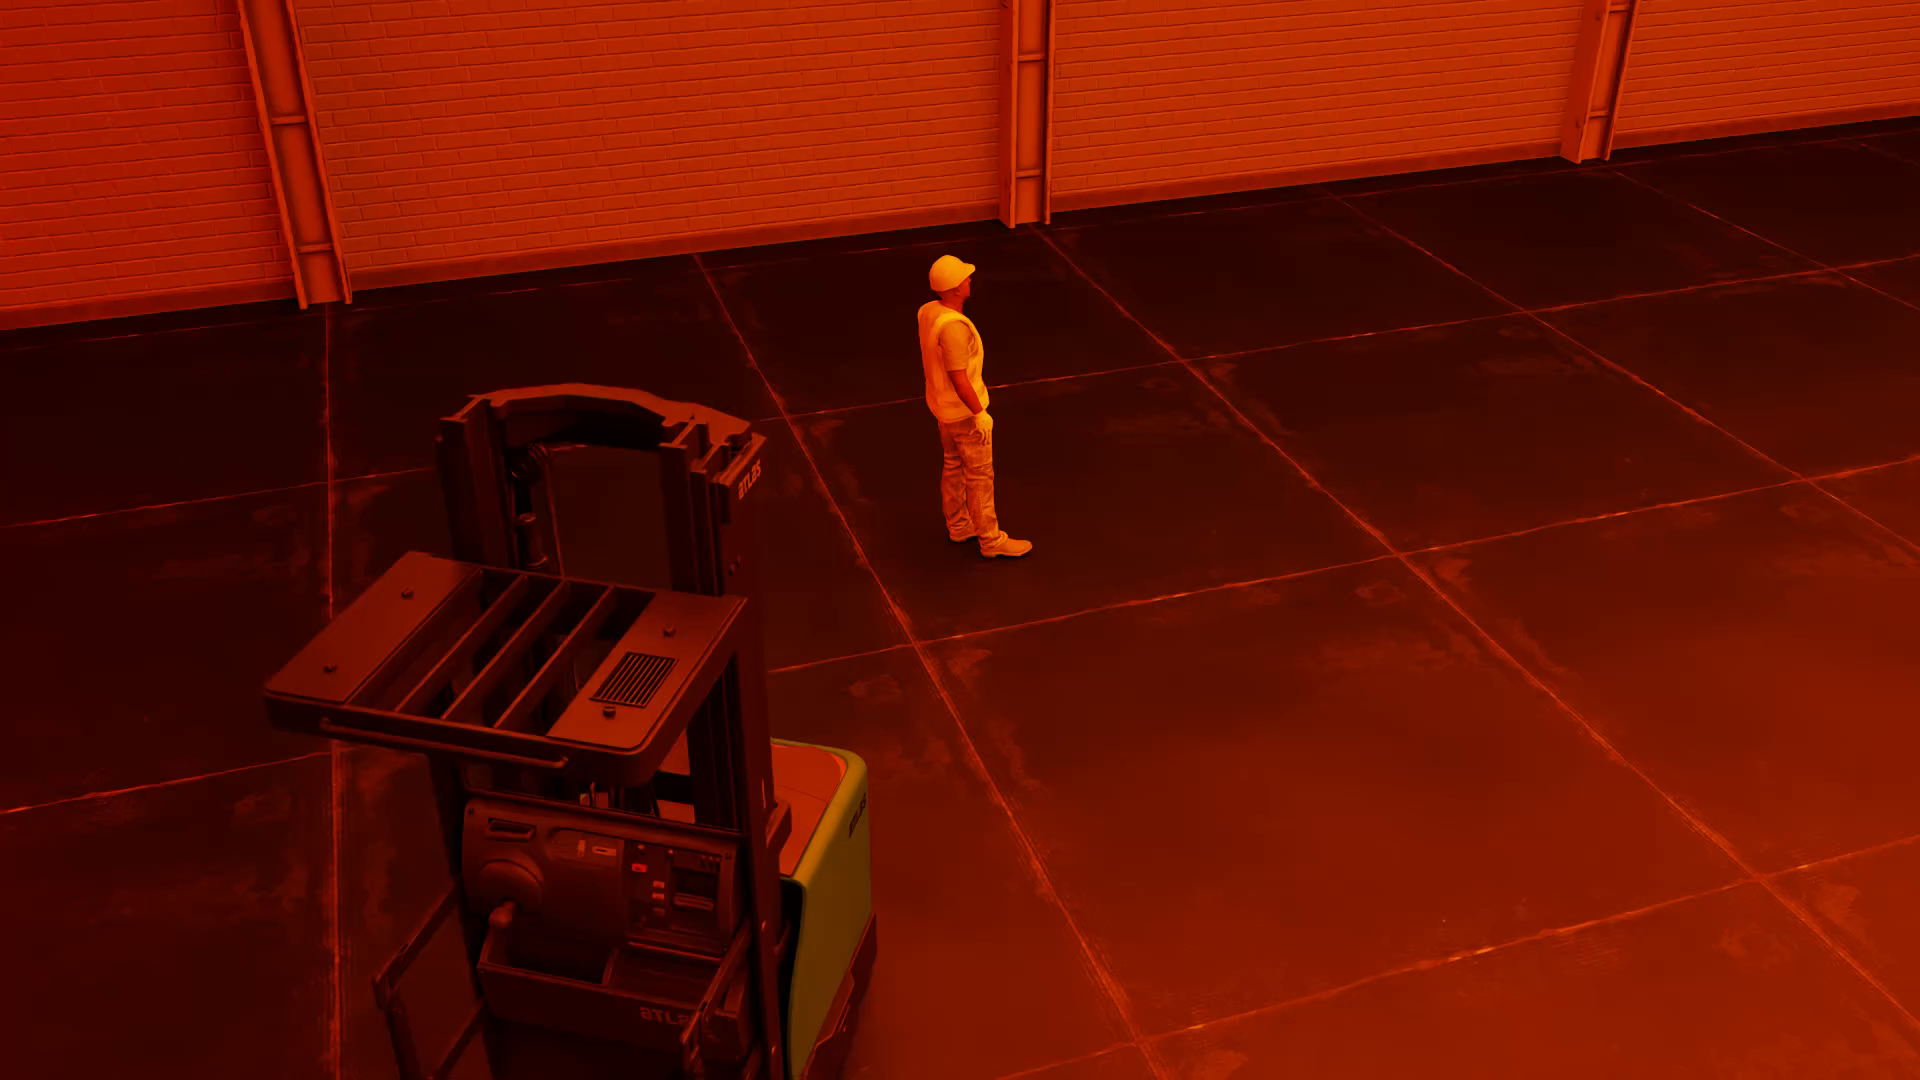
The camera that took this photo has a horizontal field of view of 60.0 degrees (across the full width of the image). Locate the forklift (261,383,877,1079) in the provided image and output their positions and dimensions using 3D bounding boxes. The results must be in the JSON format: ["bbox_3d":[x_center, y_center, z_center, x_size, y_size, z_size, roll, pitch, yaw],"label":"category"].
[{"bbox_3d":[-1.204,1.134,5.117,1.130,2.935,3.031,7,31,12],"label":"forklift"}]

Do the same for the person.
[{"bbox_3d":[0.071,-0.786,9.590,0.576,1.782,0.656,-10,31,-16],"label":"person"}]
